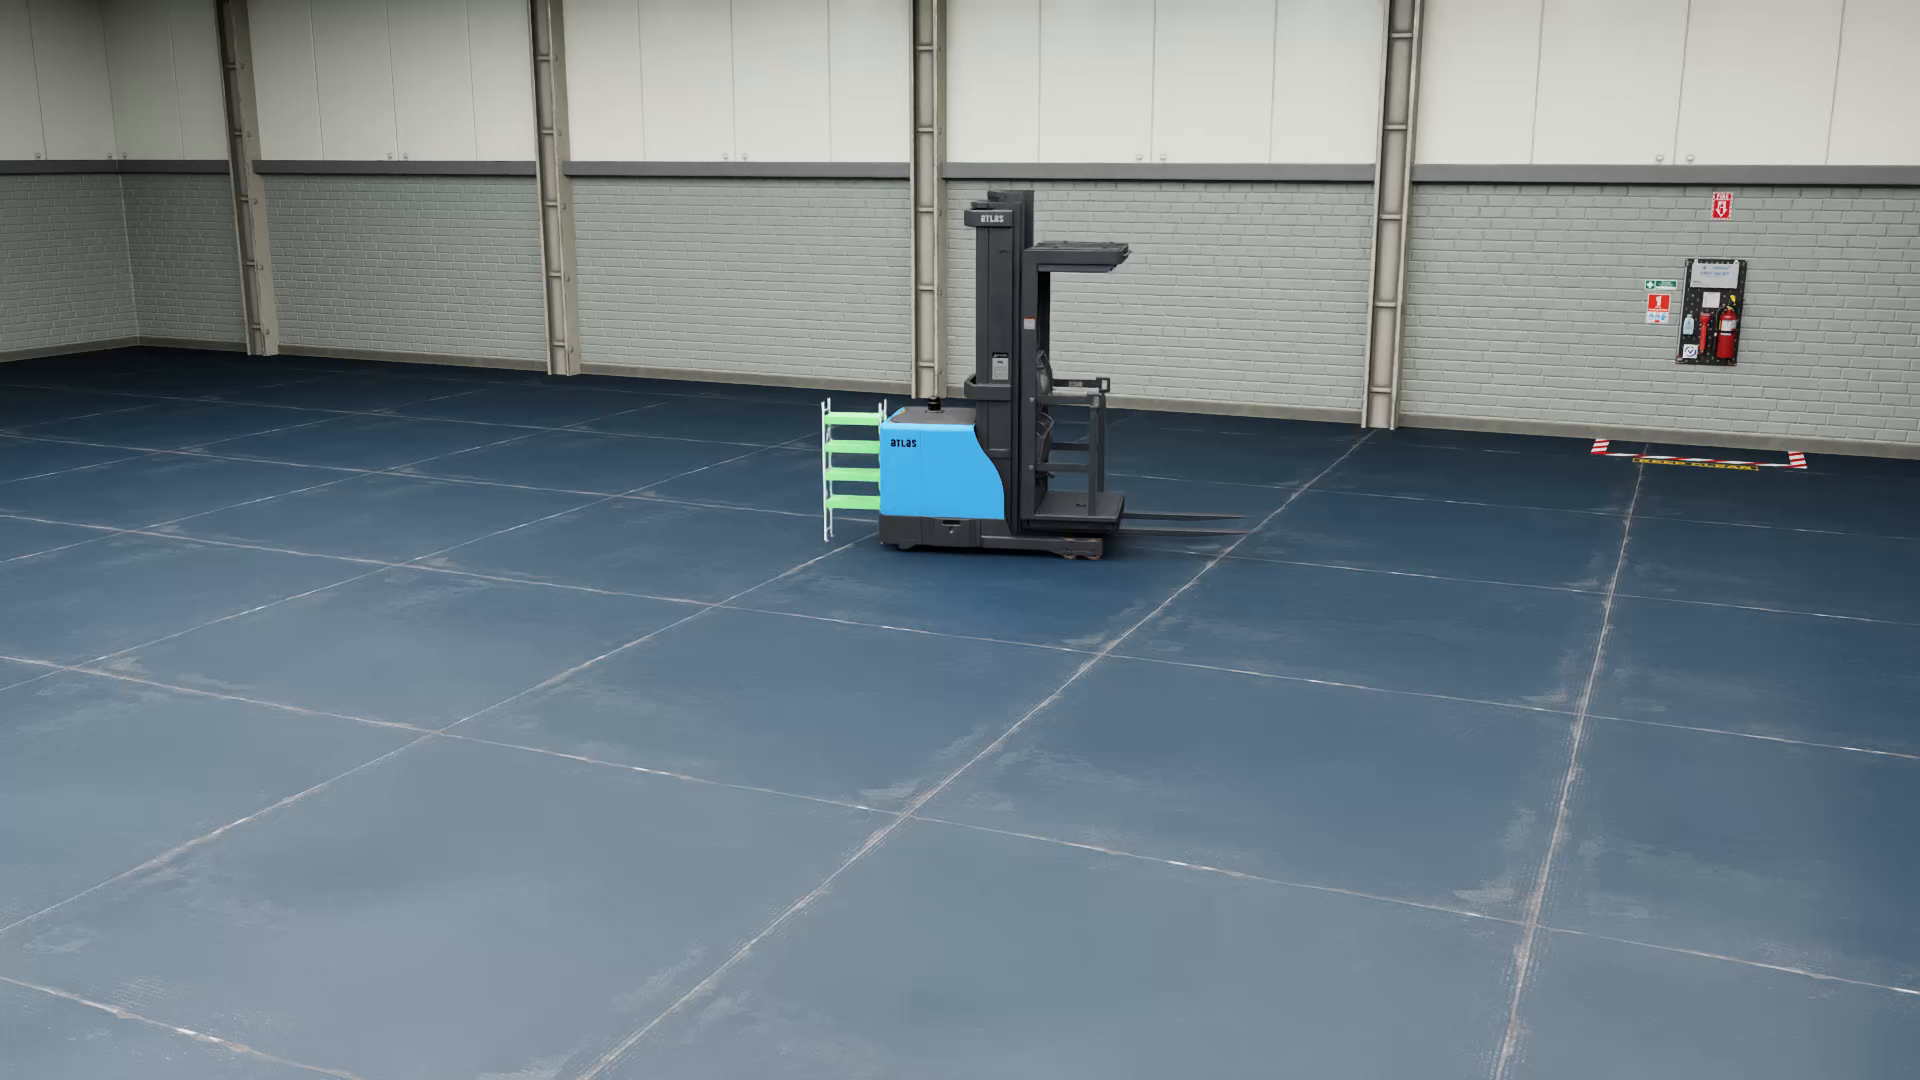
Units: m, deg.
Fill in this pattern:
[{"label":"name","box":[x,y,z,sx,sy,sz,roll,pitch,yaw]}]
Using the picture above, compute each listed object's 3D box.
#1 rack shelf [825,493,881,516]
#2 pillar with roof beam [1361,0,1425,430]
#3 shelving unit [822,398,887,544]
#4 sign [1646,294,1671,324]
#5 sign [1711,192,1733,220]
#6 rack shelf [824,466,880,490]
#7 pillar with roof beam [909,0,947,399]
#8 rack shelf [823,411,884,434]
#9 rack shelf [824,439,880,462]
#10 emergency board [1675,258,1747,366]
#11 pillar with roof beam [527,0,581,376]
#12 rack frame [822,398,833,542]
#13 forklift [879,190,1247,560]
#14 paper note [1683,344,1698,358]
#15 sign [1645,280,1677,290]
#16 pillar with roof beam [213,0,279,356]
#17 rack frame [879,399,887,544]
[{"label":"rack shelf","box":[-0.890,-0.293,14.208,0.480,0.148,0.258,2,13,9]},{"label":"pillar with roof beam","box":[3.329,-4.851,15.232,0.400,9.000,9.100,6,14,23]},{"label":"shelving unit","box":[-0.890,-0.589,14.139,0.503,1.200,0.258,2,13,9]},{"label":"sign","box":[7.851,-2.601,18.697,0.234,0.329,0.001,6,14,23]},{"label":"sign","box":[8.347,-3.662,18.218,0.199,0.298,0.001,6,14,23]},{"label":"rack shelf","box":[-0.890,-0.527,14.153,0.480,0.148,0.258,2,13,9]},{"label":"pillar with roof beam","box":[-2.157,-5.407,17.598,0.400,9.000,9.100,6,14,23]},{"label":"rack shelf","box":[-0.890,-0.994,14.044,0.480,0.148,0.258,2,13,9]},{"label":"rack shelf","box":[-0.890,-0.760,14.099,0.480,0.148,0.258,2,13,9]},{"label":"emergency board","box":[8.315,-2.511,18.391,0.643,1.169,0.194,6,14,23]},{"label":"pillar with roof beam","box":[-7.643,-5.962,19.964,0.400,9.000,9.100,6,14,23]},{"label":"rack frame","box":[-1.131,-0.598,14.175,0.015,1.200,0.240,2,13,9]},{"label":"forklift","box":[0.887,-1.396,13.786,3.031,2.935,1.130,2,13,9]},{"label":"paper note","box":[8.181,-2.113,18.623,0.142,0.148,0.016,6,14,23]},{"label":"sign","box":[7.851,-2.857,18.627,0.331,0.109,0.001,6,14,23]},{"label":"pillar with roof beam","box":[-13.128,-6.517,22.330,0.400,9.000,9.100,6,14,23]},{"label":"rack frame","box":[-0.649,-0.581,14.102,0.015,1.200,0.240,2,13,9]}]
